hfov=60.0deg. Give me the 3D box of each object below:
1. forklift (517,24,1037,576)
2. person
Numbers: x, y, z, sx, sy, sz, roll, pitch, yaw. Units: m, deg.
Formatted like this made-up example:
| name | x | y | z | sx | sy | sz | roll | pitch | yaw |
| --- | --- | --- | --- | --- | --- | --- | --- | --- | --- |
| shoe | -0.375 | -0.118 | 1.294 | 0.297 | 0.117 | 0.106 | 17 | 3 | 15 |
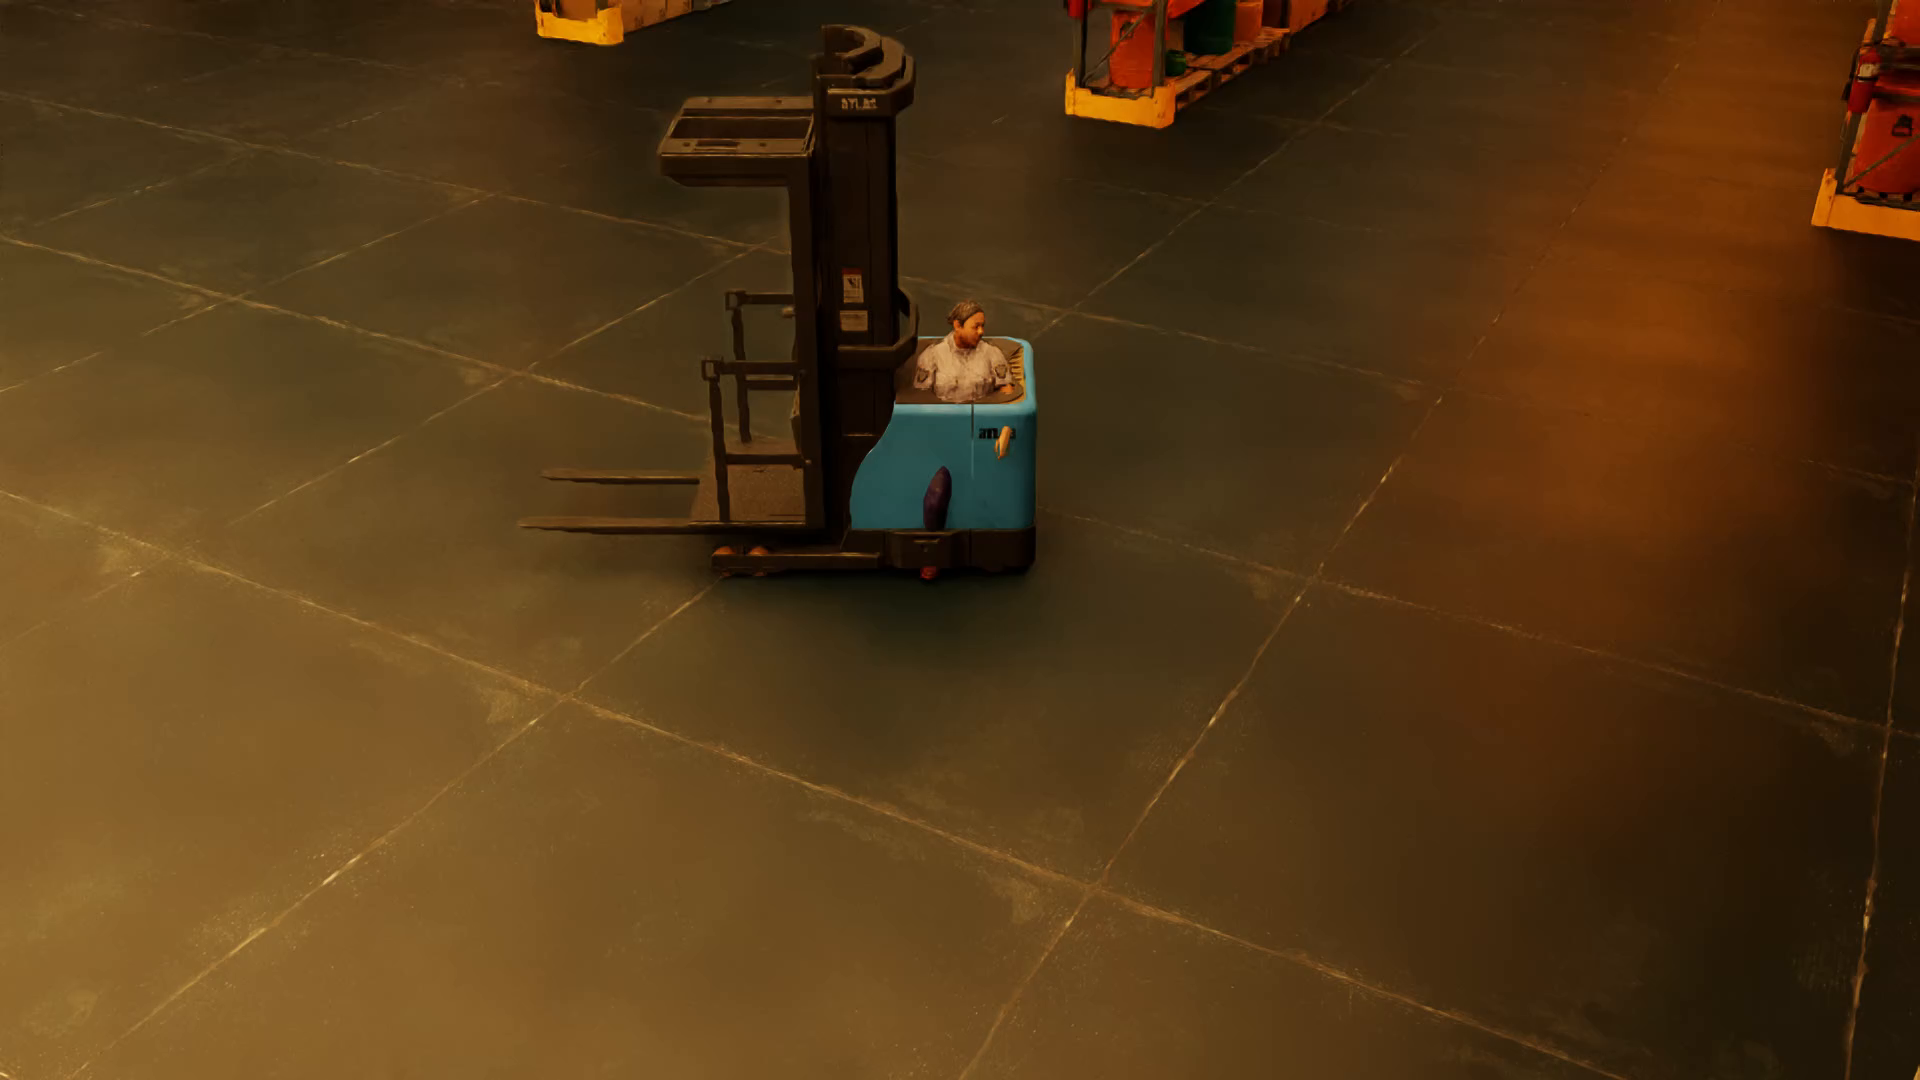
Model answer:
| name | x | y | z | sx | sy | sz | roll | pitch | yaw |
| --- | --- | --- | --- | --- | --- | --- | --- | --- | --- |
| forklift | -1.072 | -1.324 | 9.365 | 3.031 | 2.935 | 1.130 | 0 | 30 | 0 |
| person | -0.004 | -0.578 | 9.408 | 0.623 | 1.573 | 0.698 | -8 | 31 | -14 |
